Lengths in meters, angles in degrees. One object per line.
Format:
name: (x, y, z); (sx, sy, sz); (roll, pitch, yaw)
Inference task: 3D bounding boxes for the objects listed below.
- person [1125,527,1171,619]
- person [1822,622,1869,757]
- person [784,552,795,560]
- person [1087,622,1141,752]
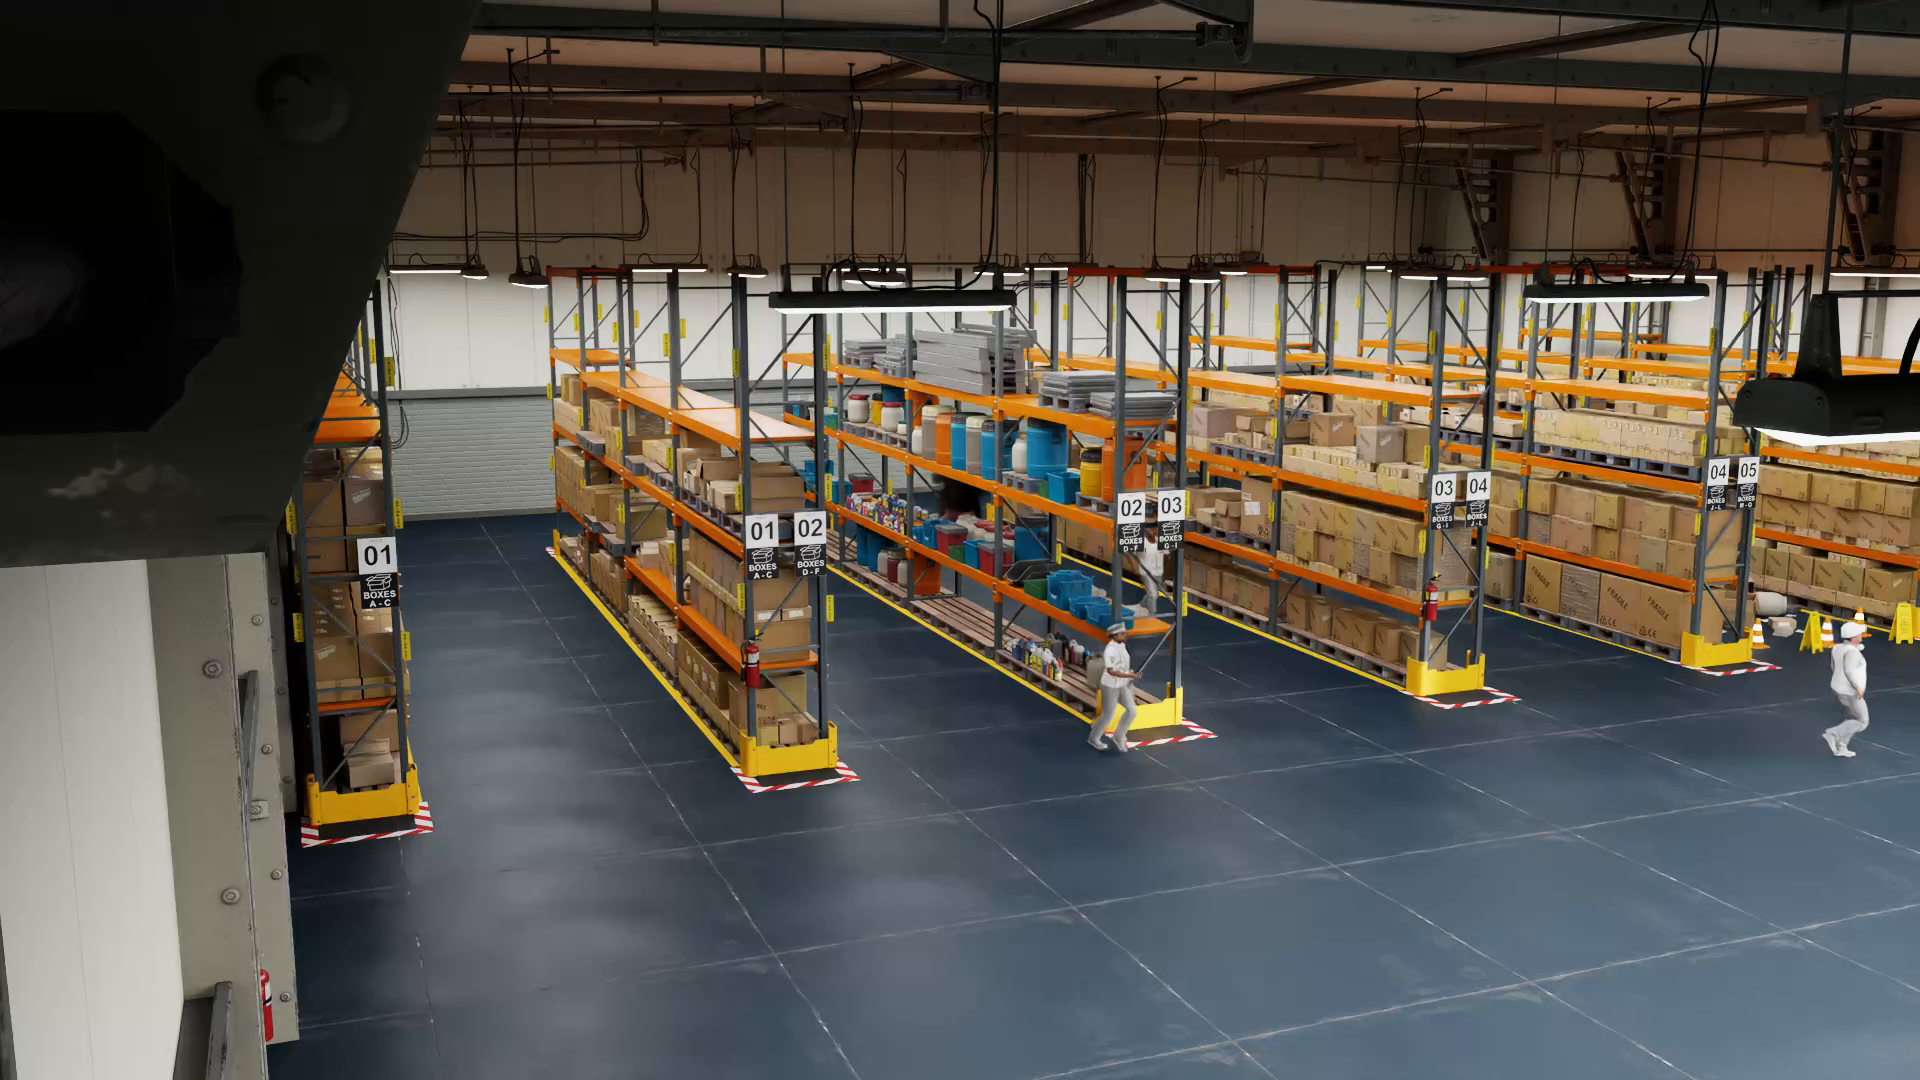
person: (3.162, 0.577, 27.460); (0.693, 1.775, 0.946); (-6, 11, -29)
person: (11.143, 1.885, 20.876); (0.503, 1.737, 0.669); (1, 10, 7)
person: (-3.262, -0.053, 32.210); (0.585, 1.636, 0.601); (-3, 10, -18)
person: (1.990, 1.882, 21.126); (0.717, 1.749, 0.591); (6, 11, 30)
